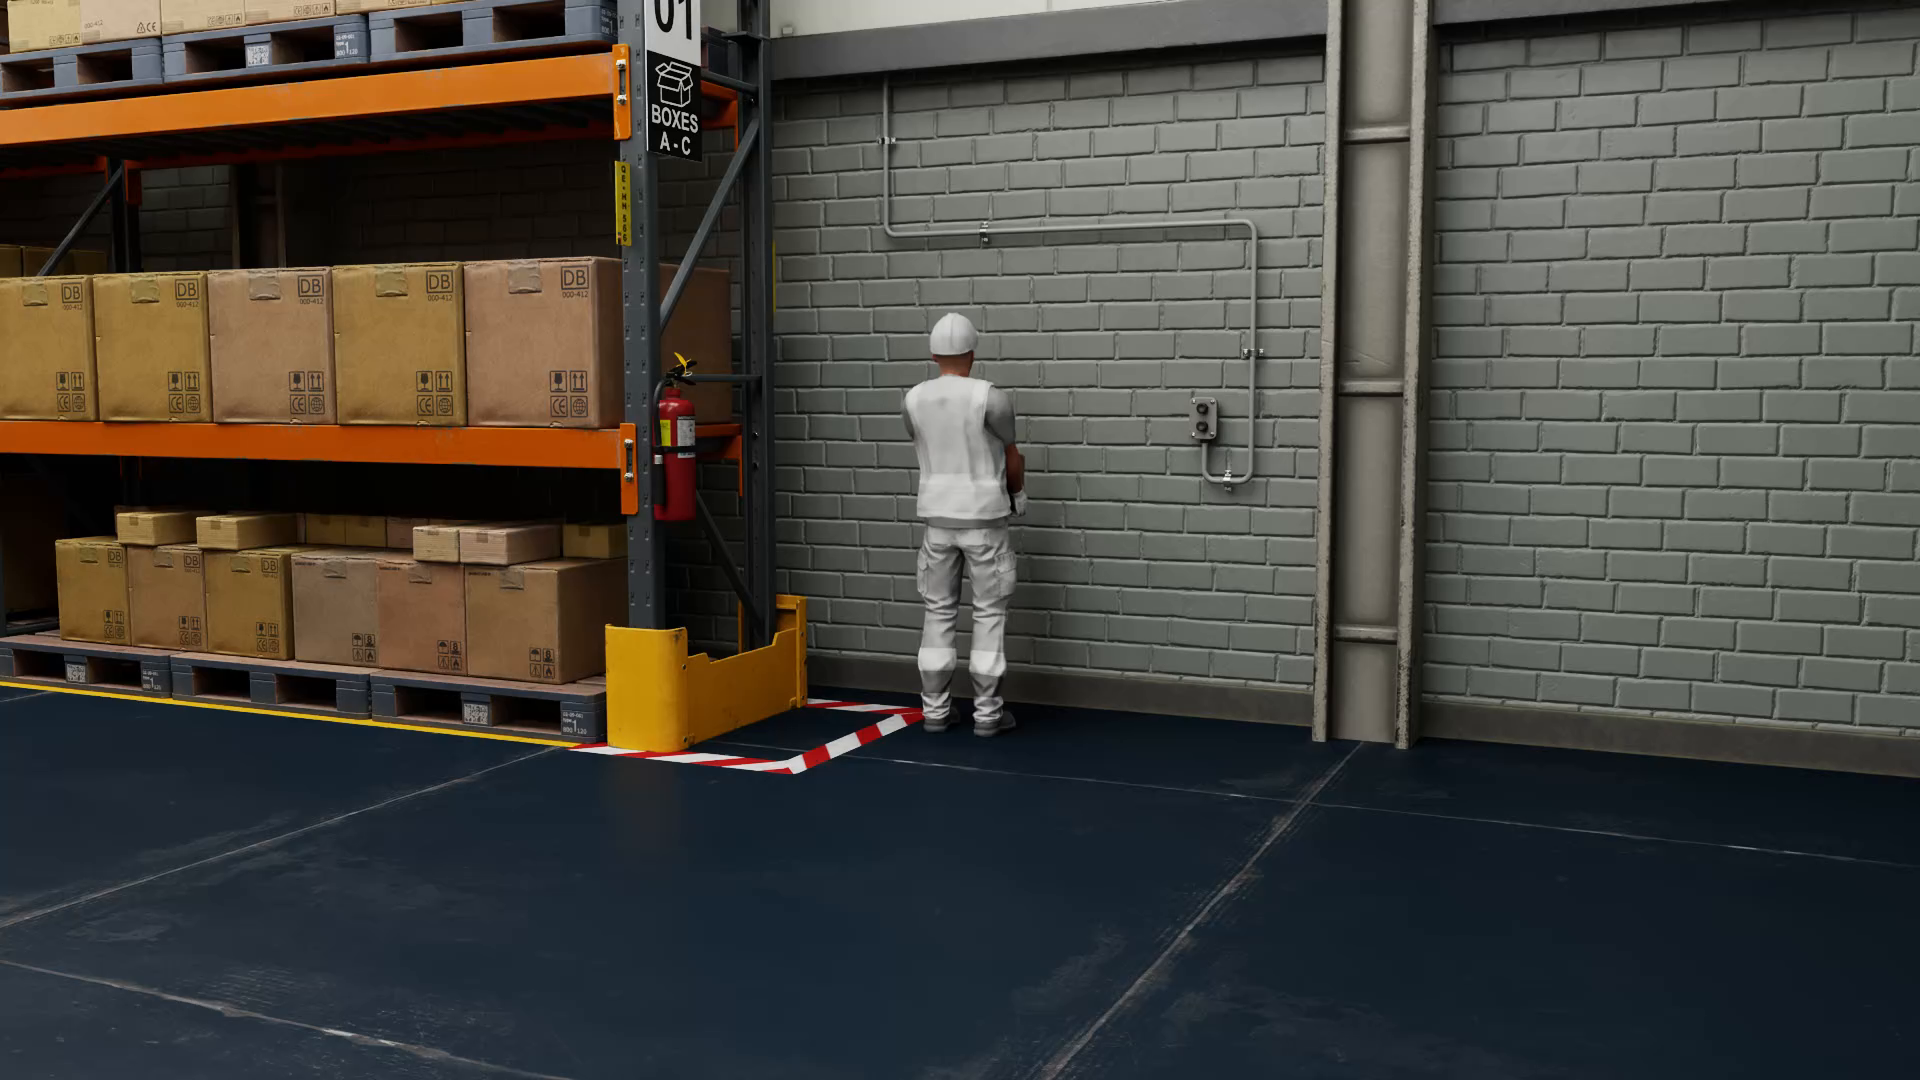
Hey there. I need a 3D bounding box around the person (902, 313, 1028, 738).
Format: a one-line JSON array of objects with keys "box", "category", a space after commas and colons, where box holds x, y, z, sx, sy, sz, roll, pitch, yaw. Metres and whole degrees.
[{"box": [0.041, -0.074, 7.155, 0.494, 1.782, 0.564, 2, 6, 22], "category": "person"}]
